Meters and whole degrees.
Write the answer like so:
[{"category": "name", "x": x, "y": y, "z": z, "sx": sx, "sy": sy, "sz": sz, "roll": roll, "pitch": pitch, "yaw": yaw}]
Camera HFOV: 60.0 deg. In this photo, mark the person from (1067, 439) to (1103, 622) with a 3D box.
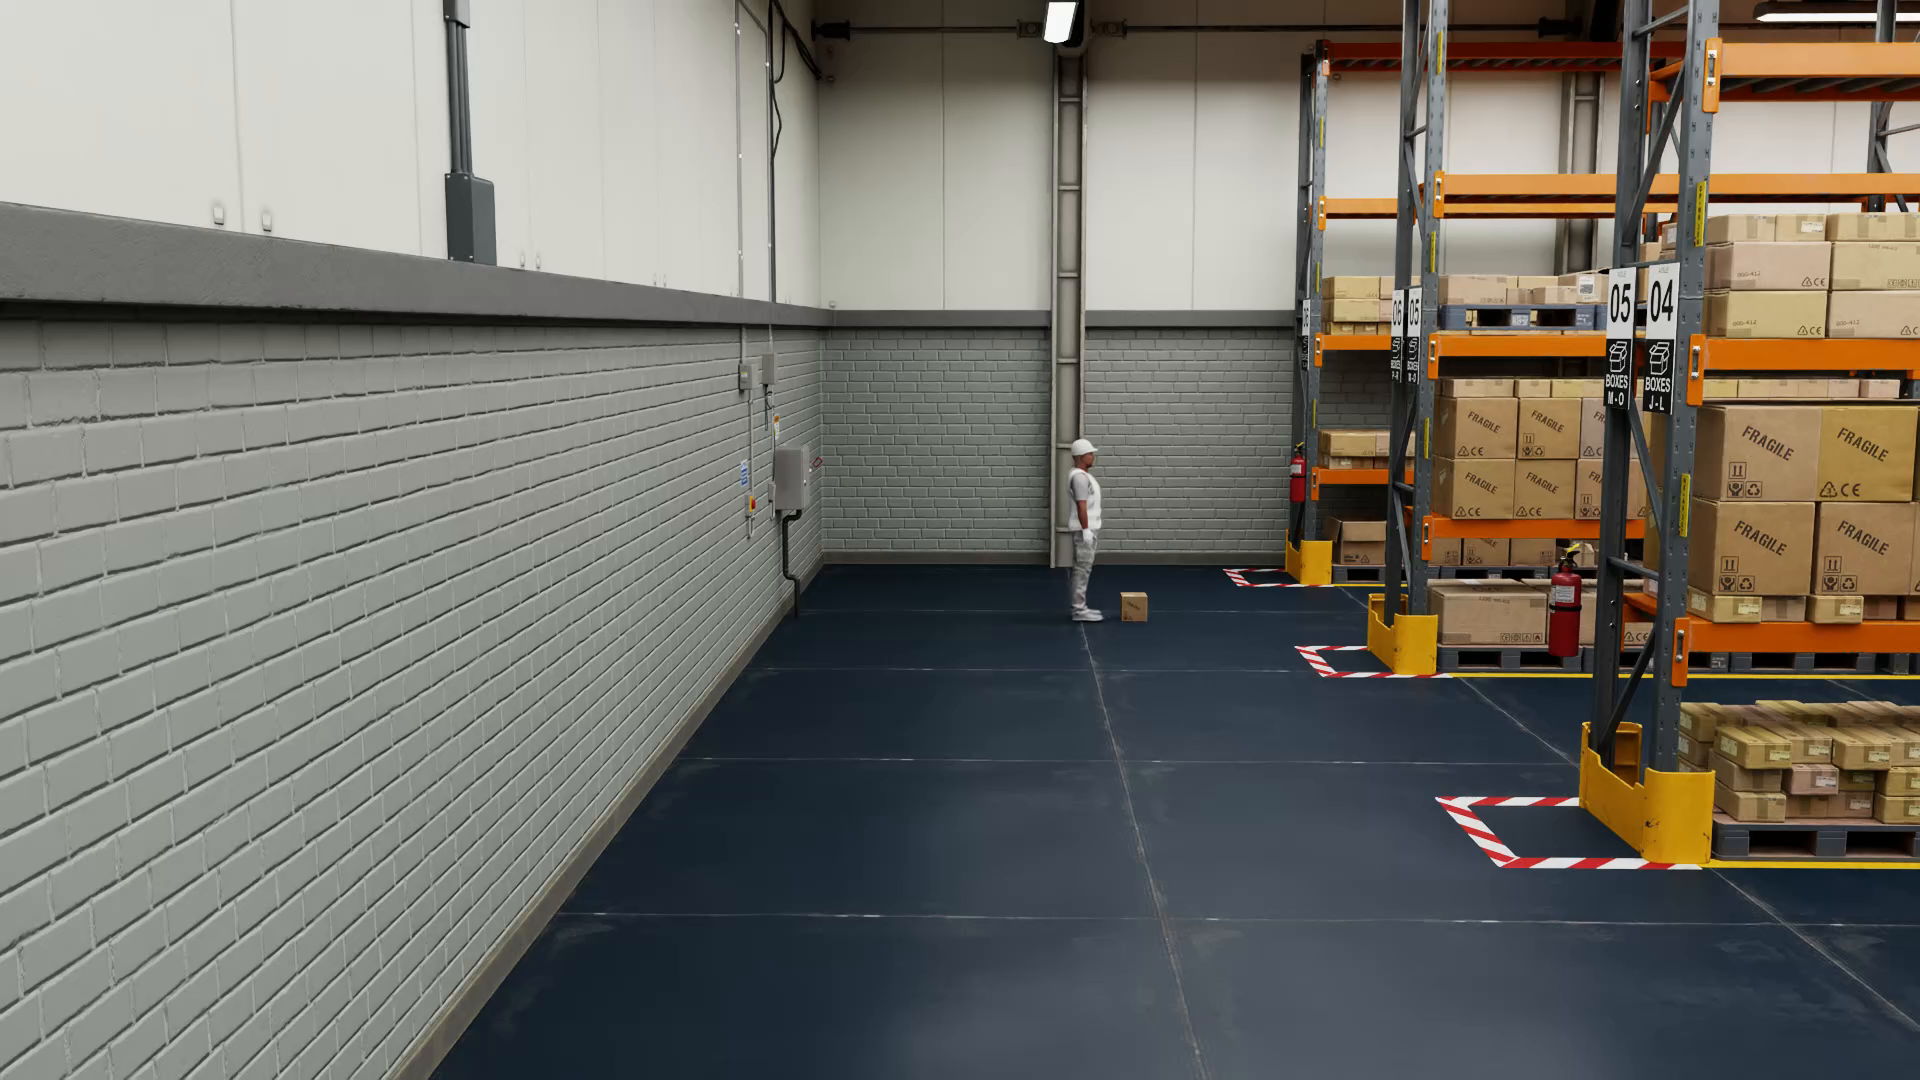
[{"category": "person", "x": 1.235, "y": -0.101, "z": 16.449, "sx": 0.369, "sy": 1.787, "sz": 0.547, "roll": 0, "pitch": 7, "yaw": 2}]
